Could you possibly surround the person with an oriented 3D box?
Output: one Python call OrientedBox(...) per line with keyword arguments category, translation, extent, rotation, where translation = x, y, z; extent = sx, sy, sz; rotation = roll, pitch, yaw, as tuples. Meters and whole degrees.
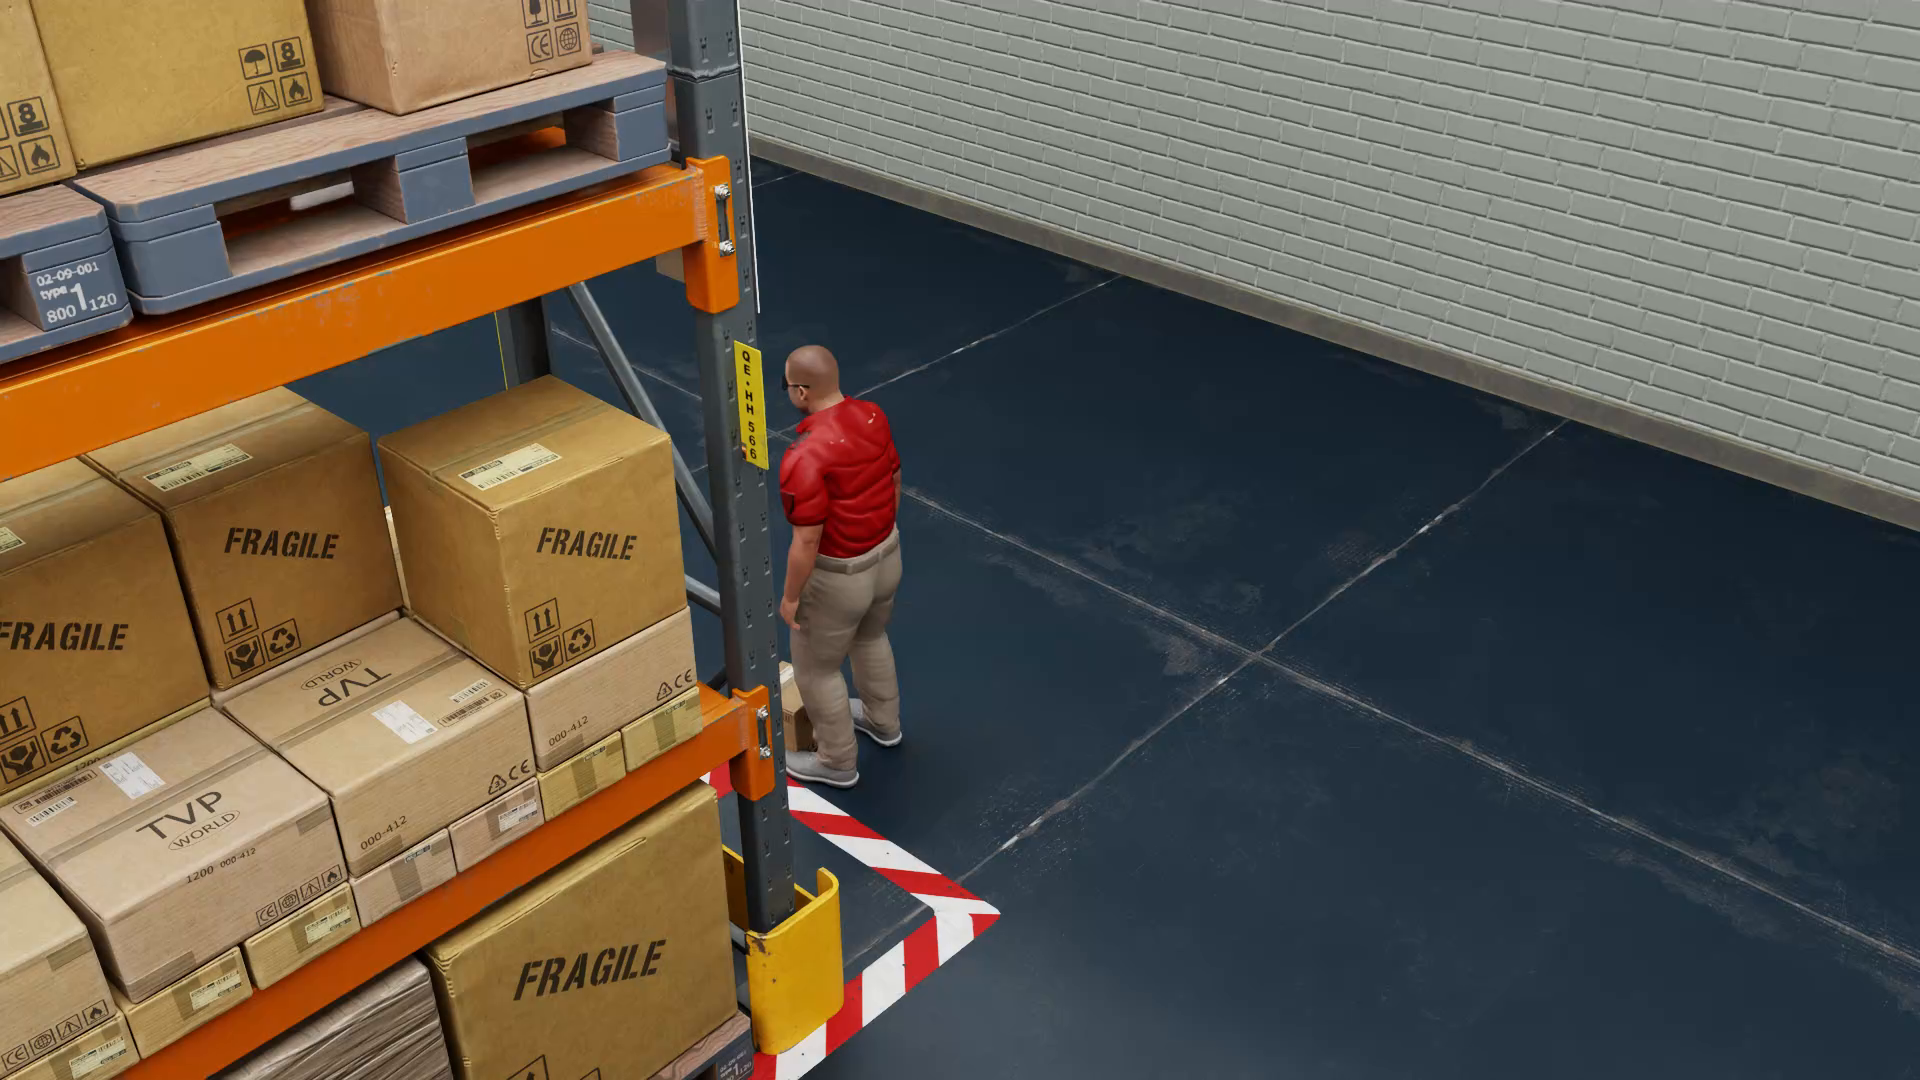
OrientedBox(category="person", translation=(-0.436, 0.102, 5.979), extent=(0.397, 1.726, 0.583), rotation=(19, 36, 29))
